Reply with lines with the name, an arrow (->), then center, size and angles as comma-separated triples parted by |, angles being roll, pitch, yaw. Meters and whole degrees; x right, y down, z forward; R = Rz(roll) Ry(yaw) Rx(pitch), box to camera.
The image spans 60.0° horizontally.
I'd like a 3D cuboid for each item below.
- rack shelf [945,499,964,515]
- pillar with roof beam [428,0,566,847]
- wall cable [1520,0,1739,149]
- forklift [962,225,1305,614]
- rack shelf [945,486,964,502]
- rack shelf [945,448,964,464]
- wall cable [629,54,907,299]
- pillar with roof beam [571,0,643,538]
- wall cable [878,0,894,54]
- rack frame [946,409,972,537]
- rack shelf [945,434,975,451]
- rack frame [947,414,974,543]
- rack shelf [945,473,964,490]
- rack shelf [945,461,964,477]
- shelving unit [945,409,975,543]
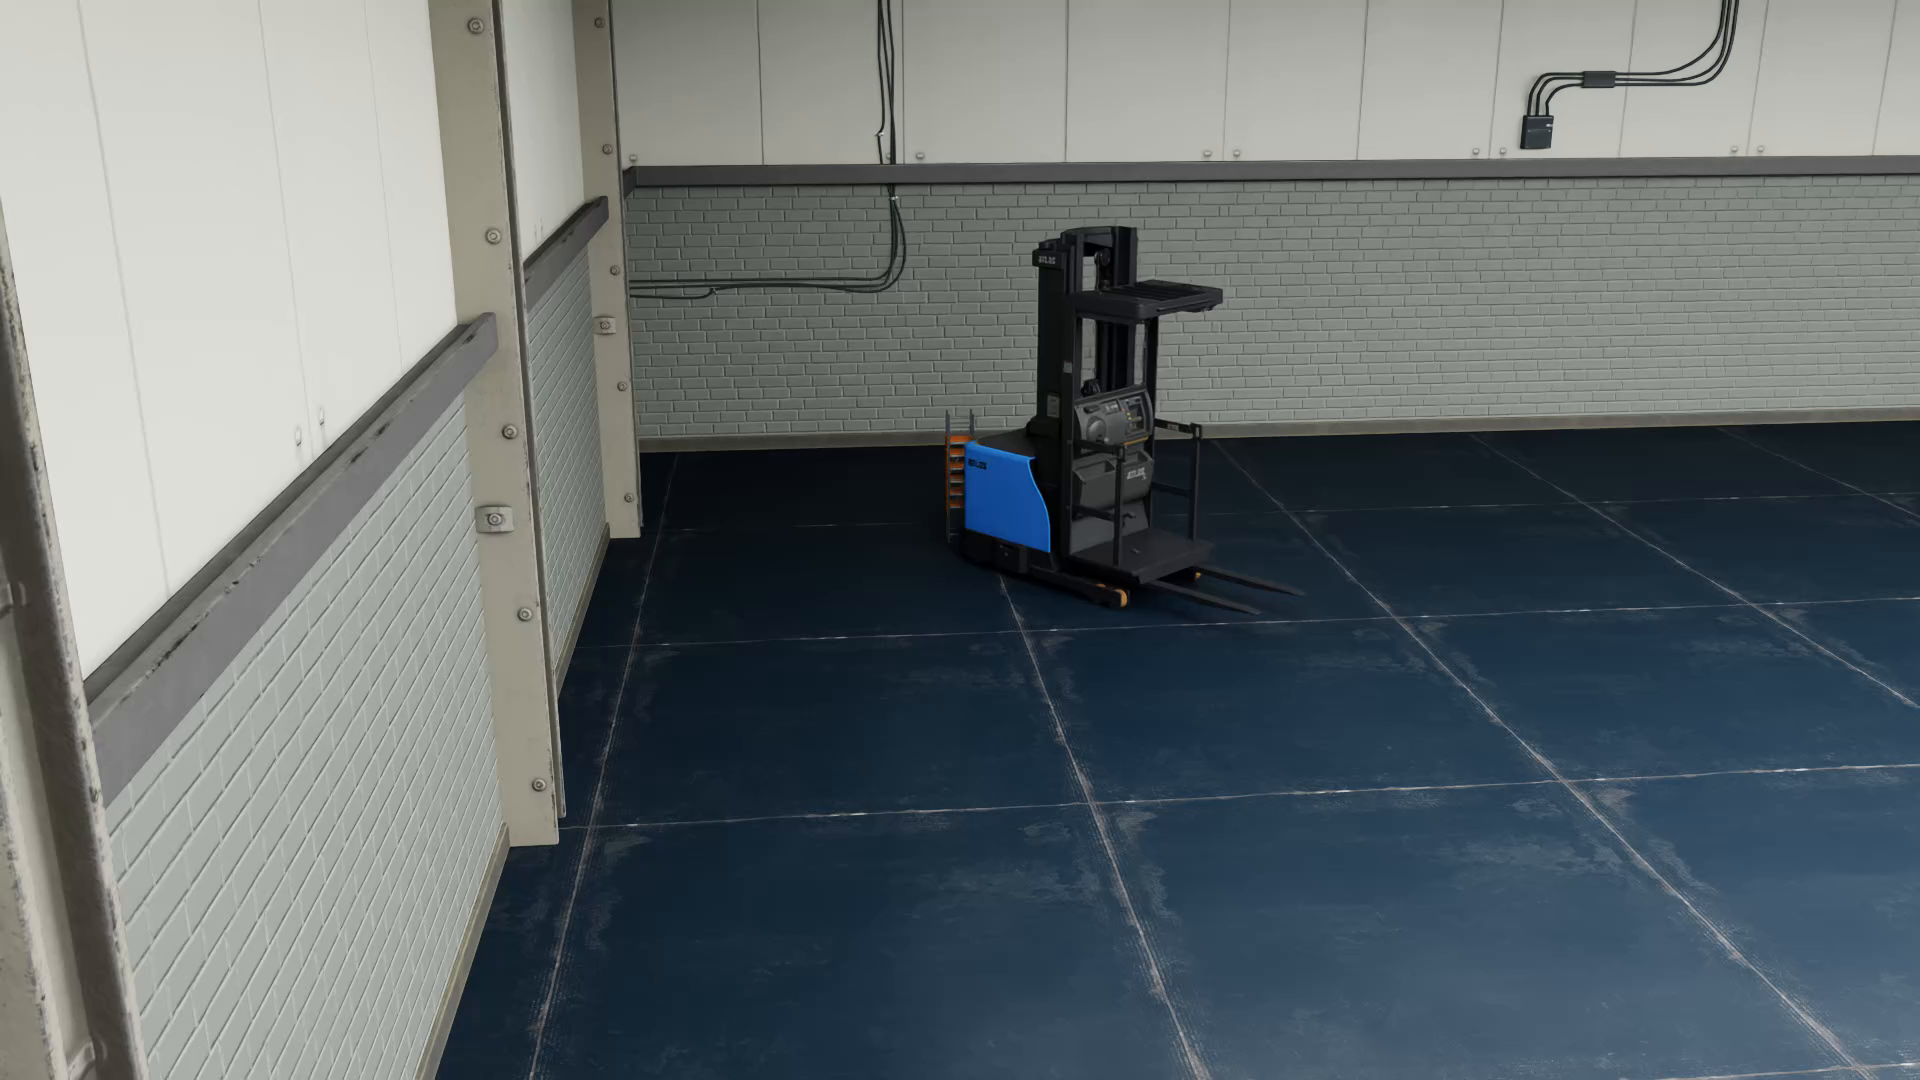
rack shelf -> -0.001, -0.305, 15.169 | 0.258, 0.103, 0.180 | -2, 18, -6
pillar with roof beam -> 1.777, -2.718, 8.885 | 9.100, 9.000, 0.400 | -2, 18, -6
wall cable -> 7.332, -7.203, 17.491 | 2.305, 6.003, 0.169 | -2, 18, -6
forklift -> 1.424, -1.011, 13.578 | 3.031, 2.935, 1.130 | 16, 24, 42
rack shelf -> -0.001, -0.420, 15.133 | 0.258, 0.103, 0.180 | -2, 18, -6
rack shelf -> -0.001, -0.763, 15.025 | 0.258, 0.103, 0.180 | -2, 18, -6
wall cable -> -2.112, -3.810, 17.546 | 3.097, 2.526, 0.112 | -2, 18, -6
pillar with roof beam -> 1.158, -4.506, 14.579 | 9.100, 9.000, 0.400 | -2, 18, -6
wall cable -> 0.579, -6.303, 17.056 | 3.097, 2.526, 0.112 | -2, 18, -6
rack frame -> -0.011, -0.604, 15.171 | 0.240, 1.200, 0.006 | -2, 18, -6
rack shelf -> -0.001, -0.878, 14.989 | 0.258, 0.103, 0.180 | -2, 18, -6
rack frame -> 0.008, -0.550, 14.997 | 0.240, 1.200, 0.006 | -2, 18, -6
rack shelf -> -0.001, -0.534, 15.097 | 0.258, 0.103, 0.180 | -2, 18, -6
rack shelf -> -0.001, -0.649, 15.061 | 0.258, 0.103, 0.180 | -2, 18, -6
shelving unit -> -0.001, -0.577, 15.084 | 0.258, 1.200, 0.189 | -2, 18, -6
